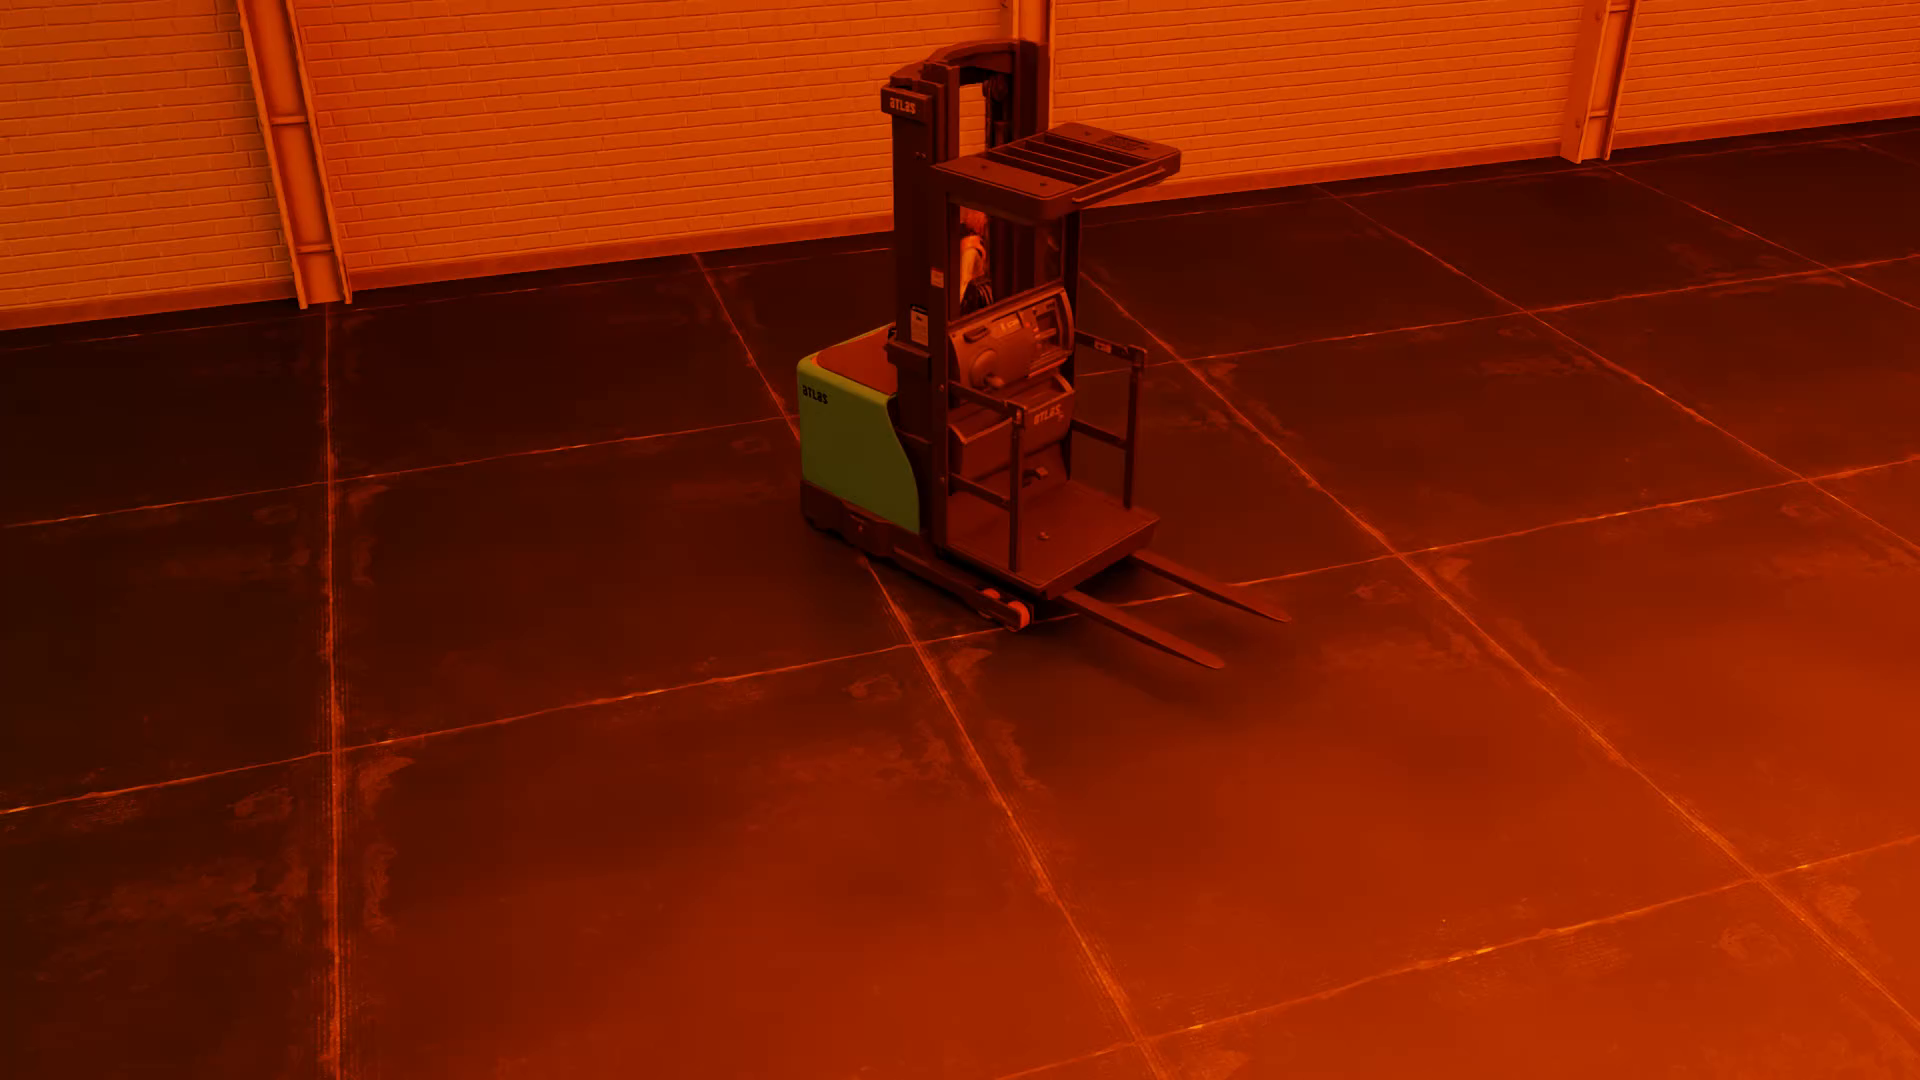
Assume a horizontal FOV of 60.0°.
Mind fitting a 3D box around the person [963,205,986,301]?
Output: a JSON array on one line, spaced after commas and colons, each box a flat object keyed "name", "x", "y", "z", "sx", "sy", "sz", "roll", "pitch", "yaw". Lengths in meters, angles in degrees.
[{"name": "person", "x": -0.032, "y": -1.466, "z": 11.078, "sx": 0.418, "sy": 1.566, "sz": 0.728, "roll": 2, "pitch": 30, "yaw": 4}]

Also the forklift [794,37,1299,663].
[{"name": "forklift", "x": 0.461, "y": -1.071, "z": 8.949, "sx": 3.031, "sy": 2.935, "sz": 1.130, "roll": 23, "pitch": 37, "yaw": 35}]
